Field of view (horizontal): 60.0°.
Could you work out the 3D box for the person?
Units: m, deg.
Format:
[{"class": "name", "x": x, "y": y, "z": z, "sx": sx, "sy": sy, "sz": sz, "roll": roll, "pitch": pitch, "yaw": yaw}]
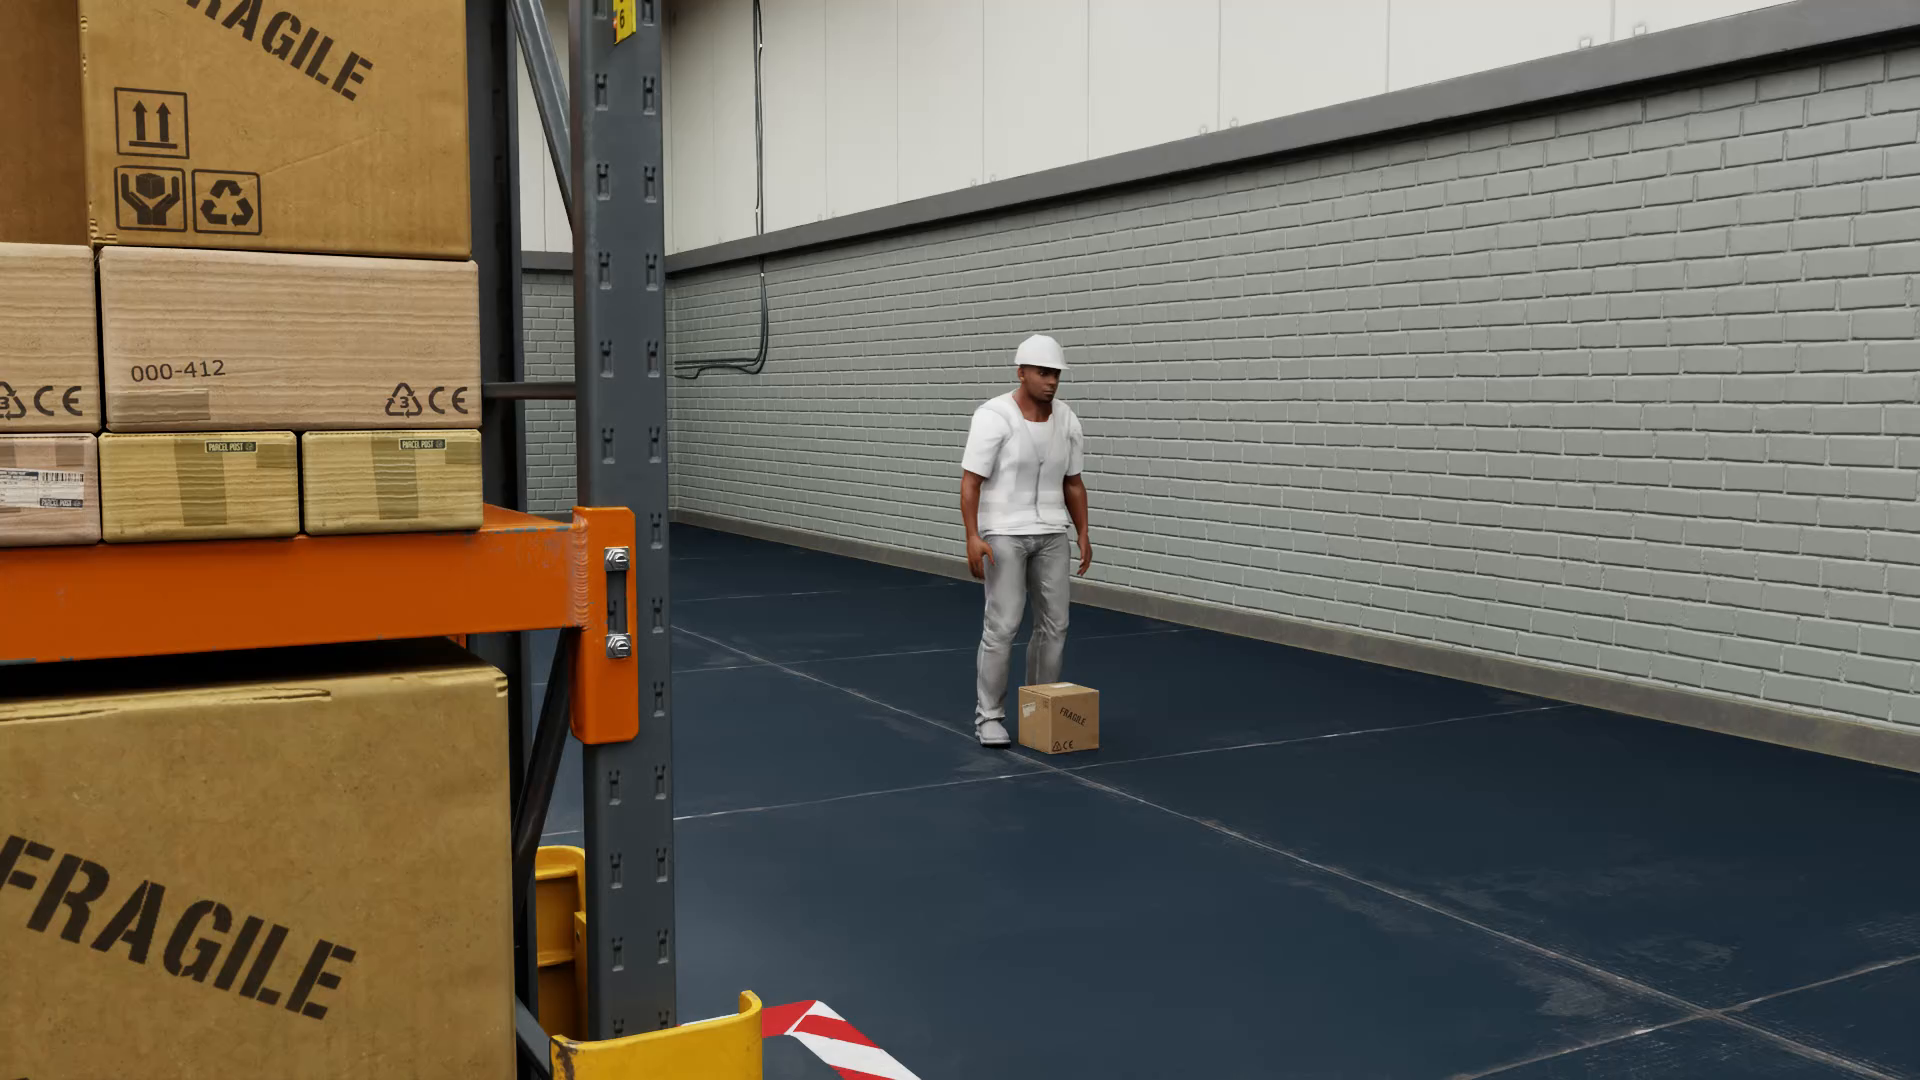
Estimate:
[{"class": "person", "x": 0.297, "y": -0.008, "z": 7.242, "sx": 0.628, "sy": 1.761, "sz": 0.457, "roll": -3, "pitch": 6, "yaw": -28}]
